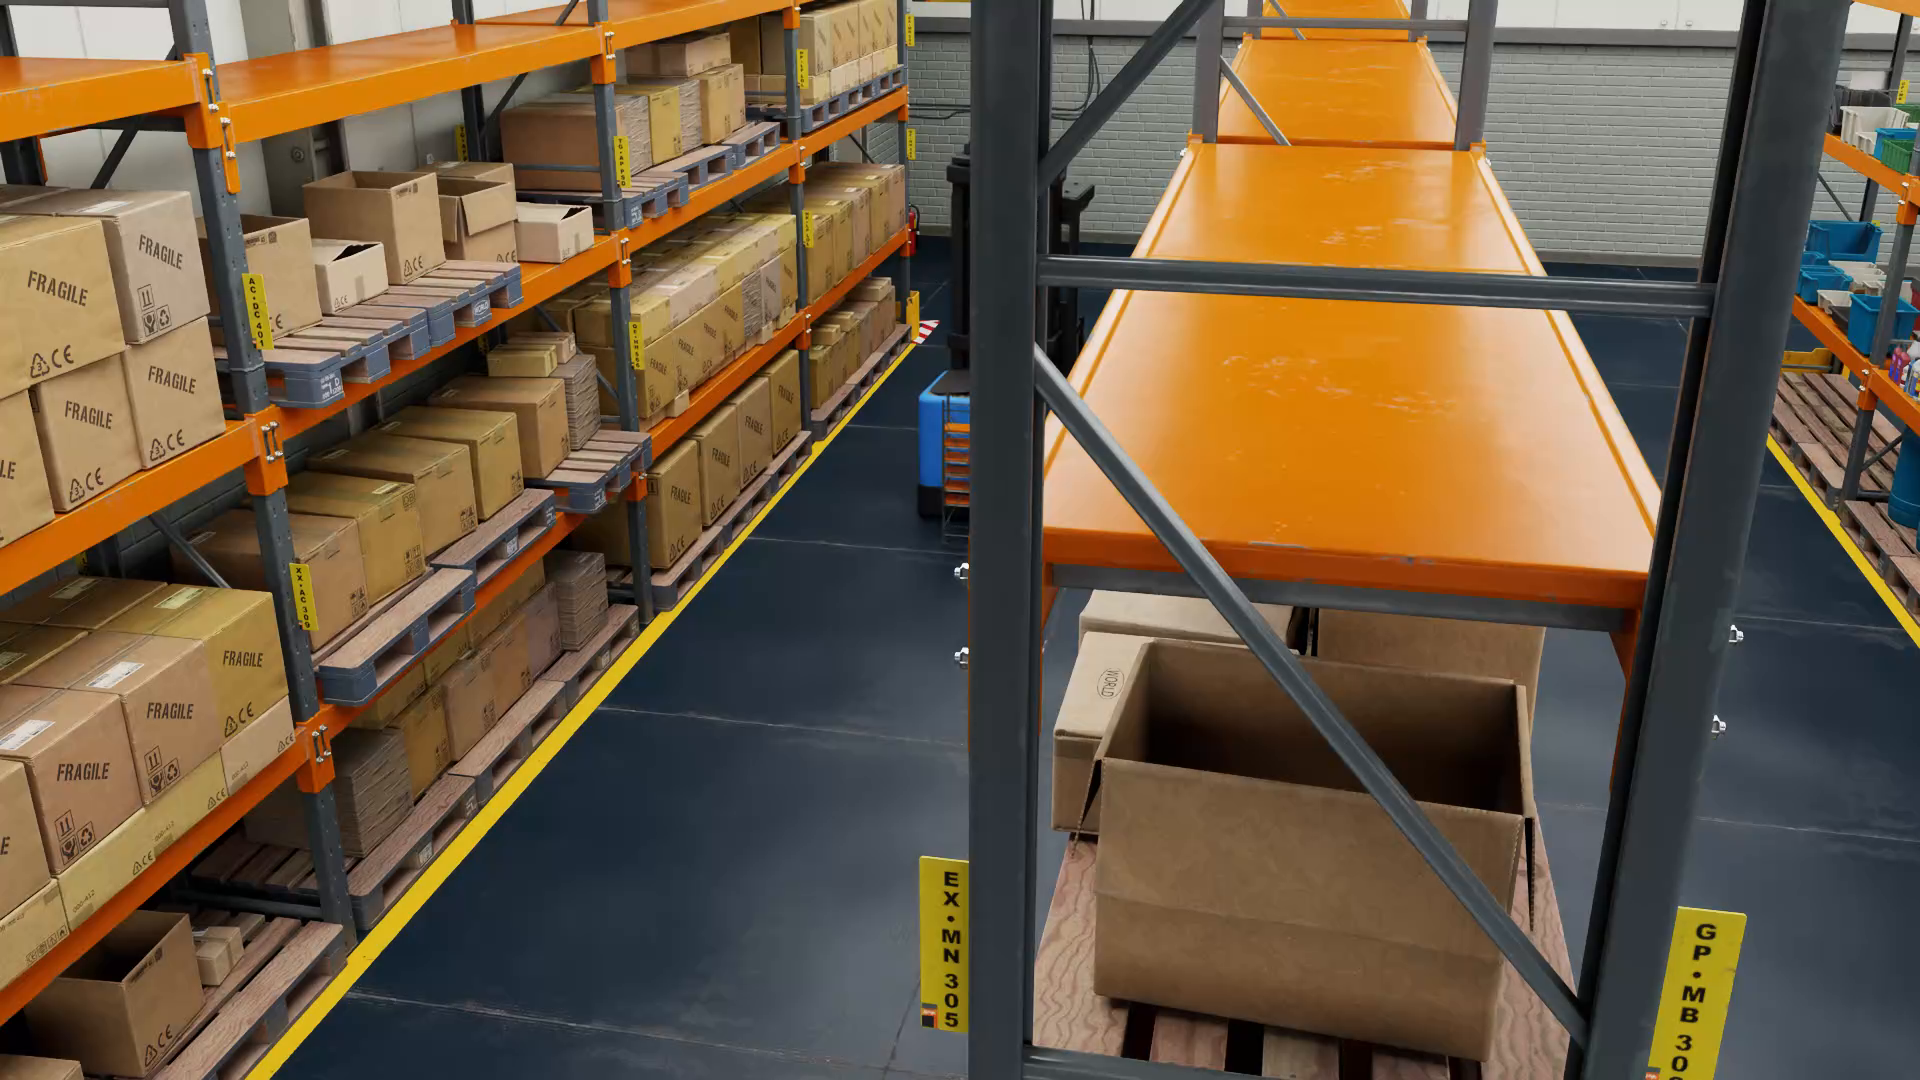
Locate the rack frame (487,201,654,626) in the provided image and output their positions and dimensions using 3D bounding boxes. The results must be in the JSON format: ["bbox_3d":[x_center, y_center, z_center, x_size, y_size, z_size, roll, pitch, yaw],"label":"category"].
[{"bbox_3d":[-2.704,-0.839,11.453,1.000,3.000,0.127,4,22,11],"label":"rack frame"}]

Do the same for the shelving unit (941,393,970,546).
[{"bbox_3d":[-0.003,-0.551,13.147,0.258,1.200,0.189,4,22,11],"label":"shelving unit"}]

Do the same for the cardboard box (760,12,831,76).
[{"bbox_3d":[-1.467,-4.453,14.910,0.500,0.500,0.500,4,22,10],"label":"cardboard box"}]

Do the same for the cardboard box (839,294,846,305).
[{"bbox_3d":[-1.441,-2.622,17.795,0.380,0.149,0.250,5,22,11],"label":"cardboard box"}]

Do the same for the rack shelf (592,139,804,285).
[{"bbox_3d":[-2.296,-2.629,12.843,1.077,0.370,4.000,4,22,11],"label":"rack shelf"}]

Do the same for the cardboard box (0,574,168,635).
[{"bbox_3d":[-3.820,0.492,7.318,0.500,0.500,0.500,4,22,10],"label":"cardboard box"}]

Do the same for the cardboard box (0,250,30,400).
[{"bbox_3d":[-3.554,-0.690,5.569,0.500,0.500,0.500,4,22,9],"label":"cardboard box"}]

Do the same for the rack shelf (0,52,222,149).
[{"bbox_3d":[-3.928,-1.093,5.019,1.077,0.370,4.000,4,22,11],"label":"rack shelf"}]

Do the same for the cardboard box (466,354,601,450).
[{"bbox_3d":[-2.790,-0.917,10.924,0.700,0.500,0.500,2,22,5],"label":"cardboard box"}]

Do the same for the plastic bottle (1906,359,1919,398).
[{"bbox_3d":[7.269,-1.216,12.553,0.152,0.276,0.135,4,22,11],"label":"plastic bottle"}]

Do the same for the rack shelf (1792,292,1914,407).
[{"bbox_3d":[8.219,-1.945,15.161,1.077,0.370,4.000,4,22,11],"label":"rack shelf"}]

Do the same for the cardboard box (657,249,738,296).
[{"bbox_3d":[-2.053,-2.094,13.006,0.500,0.250,0.500,4,22,10],"label":"cardboard box"}]

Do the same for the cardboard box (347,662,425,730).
[{"bbox_3d":[-3.299,0.799,9.138,0.500,0.250,0.500,4,22,10],"label":"cardboard box"}]

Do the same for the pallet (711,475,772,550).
[{"bbox_3d":[-2.218,-0.273,13.780,1.003,0.211,1.213,4,22,11],"label":"pallet"}]

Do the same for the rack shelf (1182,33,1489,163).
[{"bbox_3d":[1.738,-1.995,7.791,1.077,0.370,4.000,4,22,11],"label":"rack shelf"}]

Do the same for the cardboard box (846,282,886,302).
[{"bbox_3d":[-1.015,-2.683,17.947,0.380,0.149,0.250,5,22,12],"label":"cardboard box"}]

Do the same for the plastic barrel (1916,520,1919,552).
[{"bbox_3d":[7.539,-0.312,12.390,0.600,0.901,0.708,4,22,11],"label":"plastic barrel"}]

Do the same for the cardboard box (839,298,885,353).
[{"bbox_3d":[-1.218,-2.354,17.997,0.700,0.500,0.500,4,22,11],"label":"cardboard box"}]

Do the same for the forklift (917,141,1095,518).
[{"bbox_3d":[0.526,-2.014,14.460,1.130,2.935,3.031,6,23,14],"label":"forklift"}]

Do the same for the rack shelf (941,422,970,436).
[{"bbox_3d":[-0.003,-0.844,13.029,0.258,0.103,0.180,4,22,11],"label":"rack shelf"}]

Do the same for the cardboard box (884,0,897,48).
[{"bbox_3d":[-0.953,-5.388,17.232,0.500,0.500,0.500,4,22,11],"label":"cardboard box"}]

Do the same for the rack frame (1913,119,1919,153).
[{"bbox_3d":[7.811,-4.330,12.090,1.000,3.000,0.127,4,22,11],"label":"rack frame"}]

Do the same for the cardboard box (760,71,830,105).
[{"bbox_3d":[-1.488,-4.098,15.034,0.500,0.250,0.500,4,22,11],"label":"cardboard box"}]

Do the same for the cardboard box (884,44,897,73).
[{"bbox_3d":[-0.961,-5.040,17.373,0.500,0.250,0.500,5,23,13],"label":"cardboard box"}]

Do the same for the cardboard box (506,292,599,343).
[{"bbox_3d":[-2.865,-1.567,11.696,0.500,0.250,0.500,5,22,12],"label":"cardboard box"}]

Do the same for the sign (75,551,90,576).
[{"bbox_3d":[-4.064,0.045,7.706,0.100,0.325,0.005,4,22,11],"label":"sign"}]

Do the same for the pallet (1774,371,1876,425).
[{"bbox_3d":[8.421,-1.418,16.622,1.003,0.211,1.213,4,22,11],"label":"pallet"}]

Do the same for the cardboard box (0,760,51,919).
[{"bbox_3d":[-3.629,1.089,5.835,0.500,0.500,0.500,5,23,13],"label":"cardboard box"}]

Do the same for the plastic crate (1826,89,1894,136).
[{"bbox_3d":[8.047,-3.835,14.958,0.504,0.338,0.767,4,22,11],"label":"plastic crate"}]

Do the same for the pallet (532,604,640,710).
[{"bbox_3d":[-2.865,0.740,11.265,1.003,0.211,1.213,4,22,11],"label":"pallet"}]

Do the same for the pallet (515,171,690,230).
[{"bbox_3d":[-2.624,-2.383,11.523,1.213,0.211,1.003,6,23,13],"label":"pallet"}]

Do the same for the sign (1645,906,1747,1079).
[{"bbox_3d":[1.056,0.674,2.405,0.100,0.325,0.005,4,22,11],"label":"sign"}]

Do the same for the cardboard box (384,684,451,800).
[{"bbox_3d":[-3.330,1.116,9.356,0.700,0.500,0.500,4,22,10],"label":"cardboard box"}]

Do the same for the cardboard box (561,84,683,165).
[{"bbox_3d":[-2.479,-3.062,12.234,0.700,0.500,0.500,6,23,14],"label":"cardboard box"}]

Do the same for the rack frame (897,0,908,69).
[{"bbox_3d":[-1.071,-6.548,17.597,1.000,3.000,0.127,4,22,11],"label":"rack frame"}]

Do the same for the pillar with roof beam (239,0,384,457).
[{"bbox_3d":[0.399,-2.885,8.501,9.100,9.000,0.400,4,22,11],"label":"pillar with roof beam"}]

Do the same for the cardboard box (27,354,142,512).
[{"bbox_3d":[-3.497,-0.436,6.276,0.500,0.500,0.500,3,22,6],"label":"cardboard box"}]

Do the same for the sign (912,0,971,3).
[{"bbox_3d":[-0.014,-0.837,2.060,0.100,0.325,0.005,4,22,11],"label":"sign"}]

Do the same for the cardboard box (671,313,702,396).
[{"bbox_3d":[-2.238,-1.382,12.242,0.500,0.500,0.500,5,23,13],"label":"cardboard box"}]

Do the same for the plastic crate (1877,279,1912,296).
[{"bbox_3d":[8.459,-2.190,14.949,0.416,0.233,0.300,4,22,11],"label":"plastic crate"}]

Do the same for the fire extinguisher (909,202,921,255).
[{"bbox_3d":[-0.589,-3.576,18.852,0.296,0.674,0.183,4,22,11],"label":"fire extinguisher"}]

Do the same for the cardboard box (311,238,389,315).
[{"bbox_3d":[-3.204,-1.340,8.239,0.500,0.311,0.500,5,23,13],"label":"cardboard box"}]

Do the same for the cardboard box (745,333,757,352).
[{"bbox_3d":[-1.916,-1.679,13.847,0.380,0.149,0.250,4,22,11],"label":"cardboard box"}]

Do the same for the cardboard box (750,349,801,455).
[{"bbox_3d":[-1.893,-1.252,14.794,0.750,0.750,0.750,5,22,12],"label":"cardboard box"}]

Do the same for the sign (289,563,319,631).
[{"bbox_3d":[-2.987,0.260,7.563,0.100,0.325,0.005,4,22,11],"label":"sign"}]

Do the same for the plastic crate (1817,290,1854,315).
[{"bbox_3d":[7.872,-2.112,14.886,0.293,0.136,0.466,4,22,11],"label":"plastic crate"}]

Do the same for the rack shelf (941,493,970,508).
[{"bbox_3d":[-0.003,-0.287,13.253,0.258,0.103,0.180,4,22,11],"label":"rack shelf"}]

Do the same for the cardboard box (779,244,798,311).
[{"bbox_3d":[-1.735,-2.308,14.541,0.500,0.500,0.500,4,22,10],"label":"cardboard box"}]

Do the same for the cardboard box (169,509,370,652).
[{"bbox_3d":[-3.383,0.189,8.176,0.700,0.500,0.500,5,22,11],"label":"cardboard box"}]

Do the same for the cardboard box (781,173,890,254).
[{"bbox_3d":[-1.303,-3.450,17.534,0.980,0.700,0.700,4,22,10],"label":"cardboard box"}]

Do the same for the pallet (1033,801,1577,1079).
[{"bbox_3d":[0.684,0.856,3.348,1.003,0.211,1.213,4,22,11],"label":"pallet"}]

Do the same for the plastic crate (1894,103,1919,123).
[{"bbox_3d":[8.706,-3.921,15.372,0.450,0.188,0.336,4,22,11],"label":"plastic crate"}]

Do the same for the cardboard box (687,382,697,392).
[{"bbox_3d":[-2.238,-1.214,12.693,0.380,0.149,0.250,5,22,12],"label":"cardboard box"}]

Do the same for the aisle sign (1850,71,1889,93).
[{"bbox_3d":[8.929,-4.220,16.367,0.394,0.787,0.004,4,22,11],"label":"aisle sign"}]

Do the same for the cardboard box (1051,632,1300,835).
[{"bbox_3d":[0.491,0.440,3.713,0.500,0.250,0.500,4,22,11],"label":"cardboard box"}]

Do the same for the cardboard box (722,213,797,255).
[{"bbox_3d":[-1.732,-2.654,14.395,0.500,0.250,0.500,5,22,12],"label":"cardboard box"}]
